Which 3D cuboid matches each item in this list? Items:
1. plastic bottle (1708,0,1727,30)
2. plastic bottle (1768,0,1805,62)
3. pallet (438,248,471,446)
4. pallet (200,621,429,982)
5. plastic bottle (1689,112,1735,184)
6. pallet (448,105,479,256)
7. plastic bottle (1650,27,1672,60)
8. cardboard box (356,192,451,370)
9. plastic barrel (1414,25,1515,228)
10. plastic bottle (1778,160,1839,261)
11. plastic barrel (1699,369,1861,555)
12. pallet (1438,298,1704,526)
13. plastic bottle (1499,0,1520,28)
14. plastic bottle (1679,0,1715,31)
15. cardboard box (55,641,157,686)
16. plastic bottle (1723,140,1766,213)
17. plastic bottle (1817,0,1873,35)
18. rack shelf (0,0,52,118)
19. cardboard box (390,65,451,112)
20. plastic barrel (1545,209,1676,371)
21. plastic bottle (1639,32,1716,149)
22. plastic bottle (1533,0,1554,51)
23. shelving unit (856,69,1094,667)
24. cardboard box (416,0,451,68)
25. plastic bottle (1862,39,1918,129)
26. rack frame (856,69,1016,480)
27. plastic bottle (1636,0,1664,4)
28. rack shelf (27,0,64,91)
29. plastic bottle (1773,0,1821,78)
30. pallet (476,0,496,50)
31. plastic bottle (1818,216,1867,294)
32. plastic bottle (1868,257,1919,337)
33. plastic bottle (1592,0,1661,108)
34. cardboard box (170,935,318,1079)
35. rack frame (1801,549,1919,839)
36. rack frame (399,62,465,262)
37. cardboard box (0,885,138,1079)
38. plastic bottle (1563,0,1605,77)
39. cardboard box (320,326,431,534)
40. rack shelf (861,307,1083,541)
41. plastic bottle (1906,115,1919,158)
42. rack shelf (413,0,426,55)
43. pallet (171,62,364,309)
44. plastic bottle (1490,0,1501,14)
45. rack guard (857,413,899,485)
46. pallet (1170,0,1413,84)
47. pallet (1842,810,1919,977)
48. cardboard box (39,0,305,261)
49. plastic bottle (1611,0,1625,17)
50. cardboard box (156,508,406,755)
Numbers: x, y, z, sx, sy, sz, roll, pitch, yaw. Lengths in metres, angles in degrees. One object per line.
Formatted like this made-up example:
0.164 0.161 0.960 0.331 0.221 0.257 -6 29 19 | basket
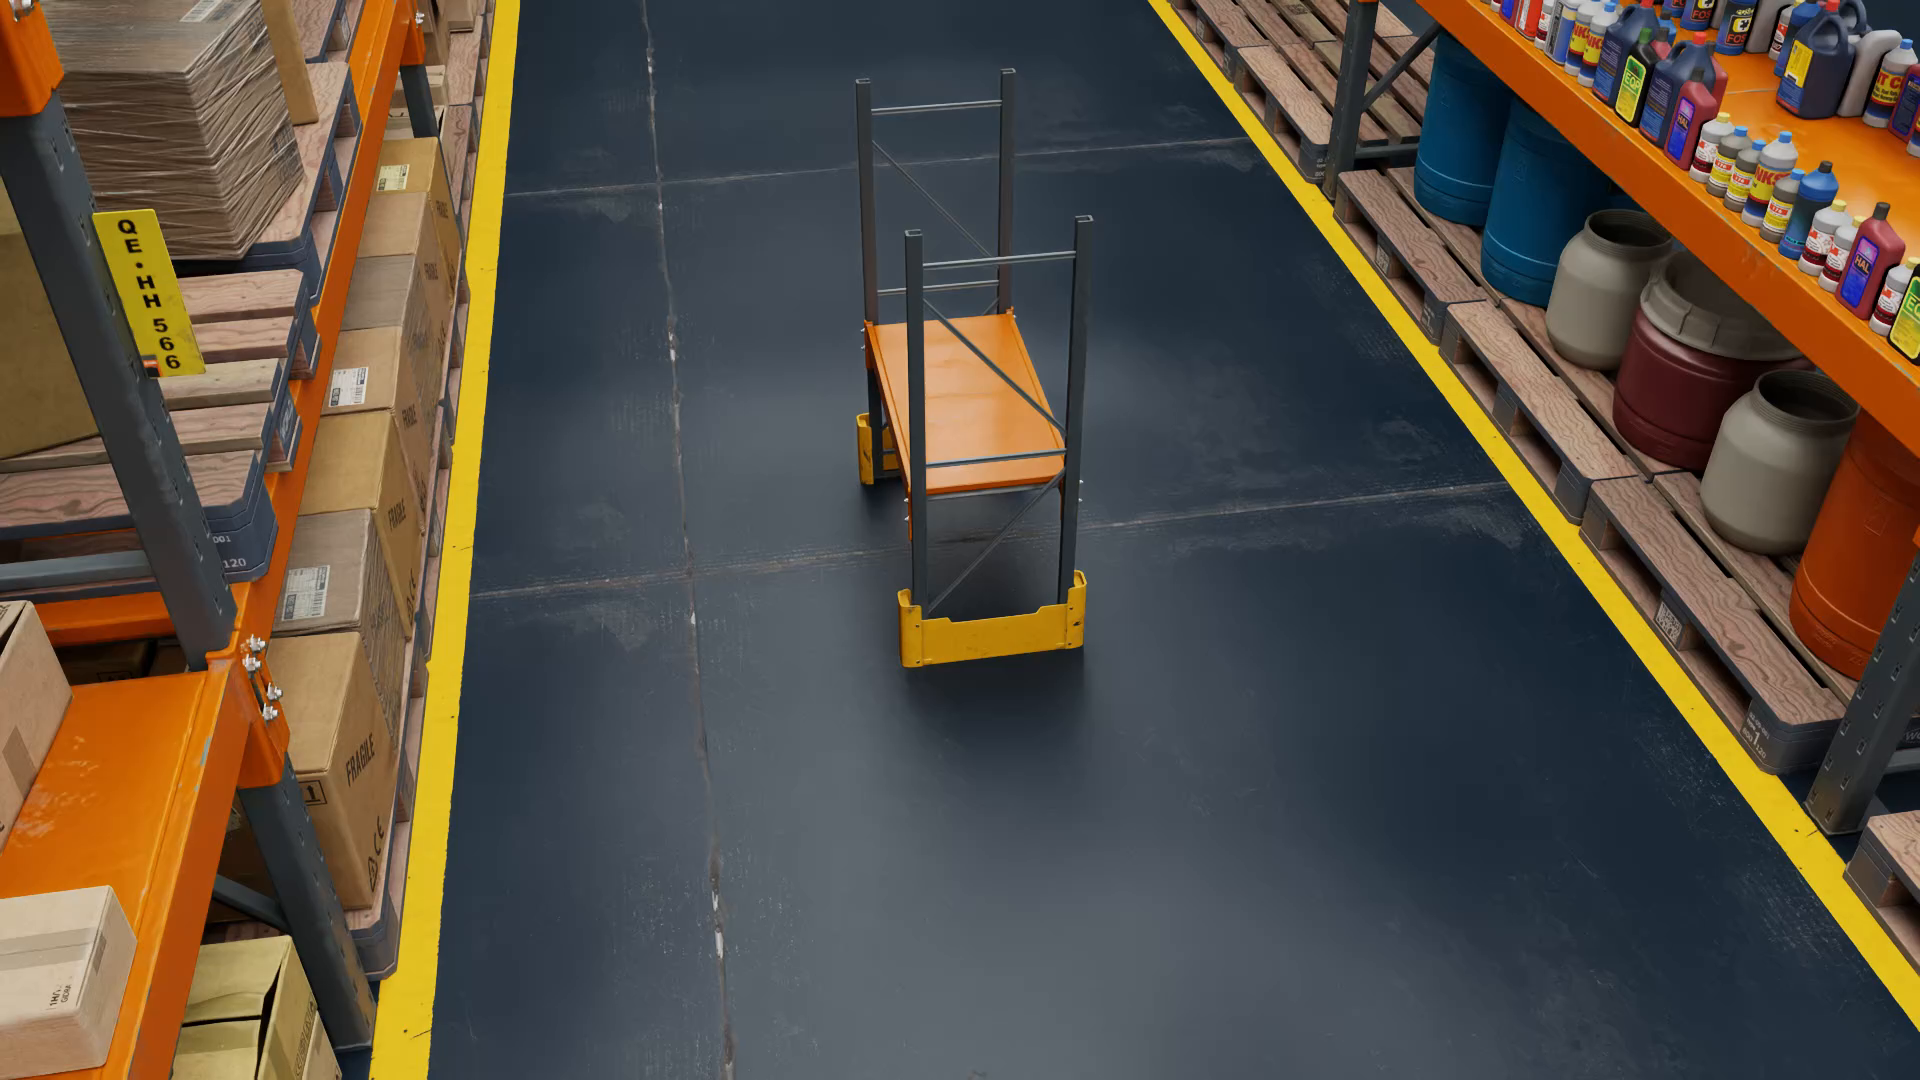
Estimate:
2.778 -1.995 5.974 0.152 0.276 0.135 -6 38 -8 | plastic bottle
2.866 -1.758 5.730 0.097 0.201 0.097 0 38 0 | plastic bottle
-2.483 -0.735 6.524 1.003 0.211 1.213 -6 38 -8 | pallet
-2.055 0.739 4.627 1.003 0.211 1.213 -6 38 -8 | pallet
2.263 -1.181 4.987 0.097 0.201 0.097 0 38 0 | plastic bottle
-2.782 -1.637 7.685 1.003 0.211 1.213 -6 38 -8 | pallet
2.229 -1.479 5.304 0.061 0.283 0.133 -6 38 -8 | plastic bottle
-2.216 -0.943 6.198 0.500 0.500 0.500 -6 38 -8 | cardboard box
2.293 -1.861 7.068 0.600 0.901 0.708 -6 38 -8 | plastic barrel
2.348 -0.914 4.587 0.097 0.271 0.097 0 38 0 | plastic bottle
2.626 -0.246 5.308 0.421 0.512 0.421 0 38 0 | plastic barrel
2.526 -0.544 6.278 1.003 0.211 1.213 -6 38 -8 | pallet
2.015 -2.004 5.980 0.061 0.283 0.133 -6 38 -8 | plastic bottle
2.659 -1.969 5.944 0.097 0.271 0.097 0 38 0 | plastic bottle
-2.356 0.366 4.512 0.500 0.500 0.500 -5 38 -6 | cardboard box
2.297 -1.063 4.835 0.097 0.201 0.097 0 38 0 | plastic bottle
2.891 -1.649 5.468 0.144 0.351 0.185 -6 38 -8 | plastic bottle
-1.611 0.400 0.931 1.077 0.370 4.000 -6 38 -8 | rack shelf
-2.685 -2.176 8.057 0.380 0.166 0.250 -6 38 -8 | cardboard box
2.428 -0.929 6.186 0.421 0.512 0.421 0 38 0 | plastic barrel
2.238 -1.408 5.157 0.144 0.351 0.185 -6 38 -8 | plastic bottle
2.076 -1.823 5.813 0.097 0.201 0.097 0 38 0 | plastic bottle
0.013 -0.546 5.231 0.587 1.500 1.083 -6 38 -8 | shelving unit
-2.997 -2.646 8.387 0.797 0.503 0.637 -6 38 -8 | cardboard box
2.962 -1.454 5.281 0.097 0.271 0.097 0 38 0 | plastic bottle
-0.074 -0.848 5.619 0.500 1.500 0.032 -6 38 -8 | rack frame
2.588 -2.187 6.161 0.144 0.351 0.185 -6 38 -8 | plastic bottle
-2.312 -2.016 4.041 1.077 0.370 4.000 -6 38 -8 | rack shelf
2.830 -1.699 5.597 0.097 0.271 0.097 0 38 0 | plastic bottle
-3.210 -3.111 9.582 1.003 0.211 1.213 -6 38 -8 | pallet
2.382 -0.769 4.457 0.097 0.201 0.097 0 38 0 | plastic bottle
2.423 -0.630 4.277 0.097 0.201 0.097 0 38 0 | plastic bottle
2.182 -1.600 5.405 0.144 0.351 0.185 -6 38 -8 | plastic bottle
-1.627 1.081 3.355 0.500 0.311 0.500 -5 38 -7 | cardboard box
2.916 -0.438 3.869 1.000 3.000 0.127 -6 38 -8 | rack frame
-2.663 -2.323 6.296 1.000 3.000 0.127 -6 38 -8 | rack frame
-1.532 0.705 2.602 0.380 0.149 0.250 -6 38 -8 | cardboard box
2.117 -1.710 5.611 0.097 0.271 0.097 0 38 0 | plastic bottle
-2.037 -0.333 5.413 0.500 0.500 0.500 -7 38 -9 | cardboard box
0.015 -0.399 5.334 0.538 0.185 1.000 -6 38 -8 | rack shelf
3.003 -1.314 5.102 0.097 0.271 0.097 0 38 0 | plastic bottle
-3.013 -3.247 8.071 1.077 0.370 4.000 -6 38 -8 | rack shelf
-2.307 -1.006 4.756 1.003 0.211 1.213 -6 38 -8 | pallet
2.012 -2.043 6.097 0.097 0.201 0.097 0 38 0 | plastic bottle
-0.074 -0.353 6.001 0.587 0.250 0.087 -6 38 -8 | rack guard
1.830 -2.931 9.351 1.003 0.211 1.213 -6 38 -8 | pallet
3.014 1.135 4.117 1.003 0.211 1.213 -6 38 -8 | pallet
-2.155 -1.054 4.238 0.700 0.500 0.500 0 38 1 | cardboard box
2.243 -1.780 5.758 0.097 0.201 0.097 0 38 0 | plastic bottle
-1.857 0.285 4.617 0.500 0.500 0.500 -8 38 -10 | cardboard box
